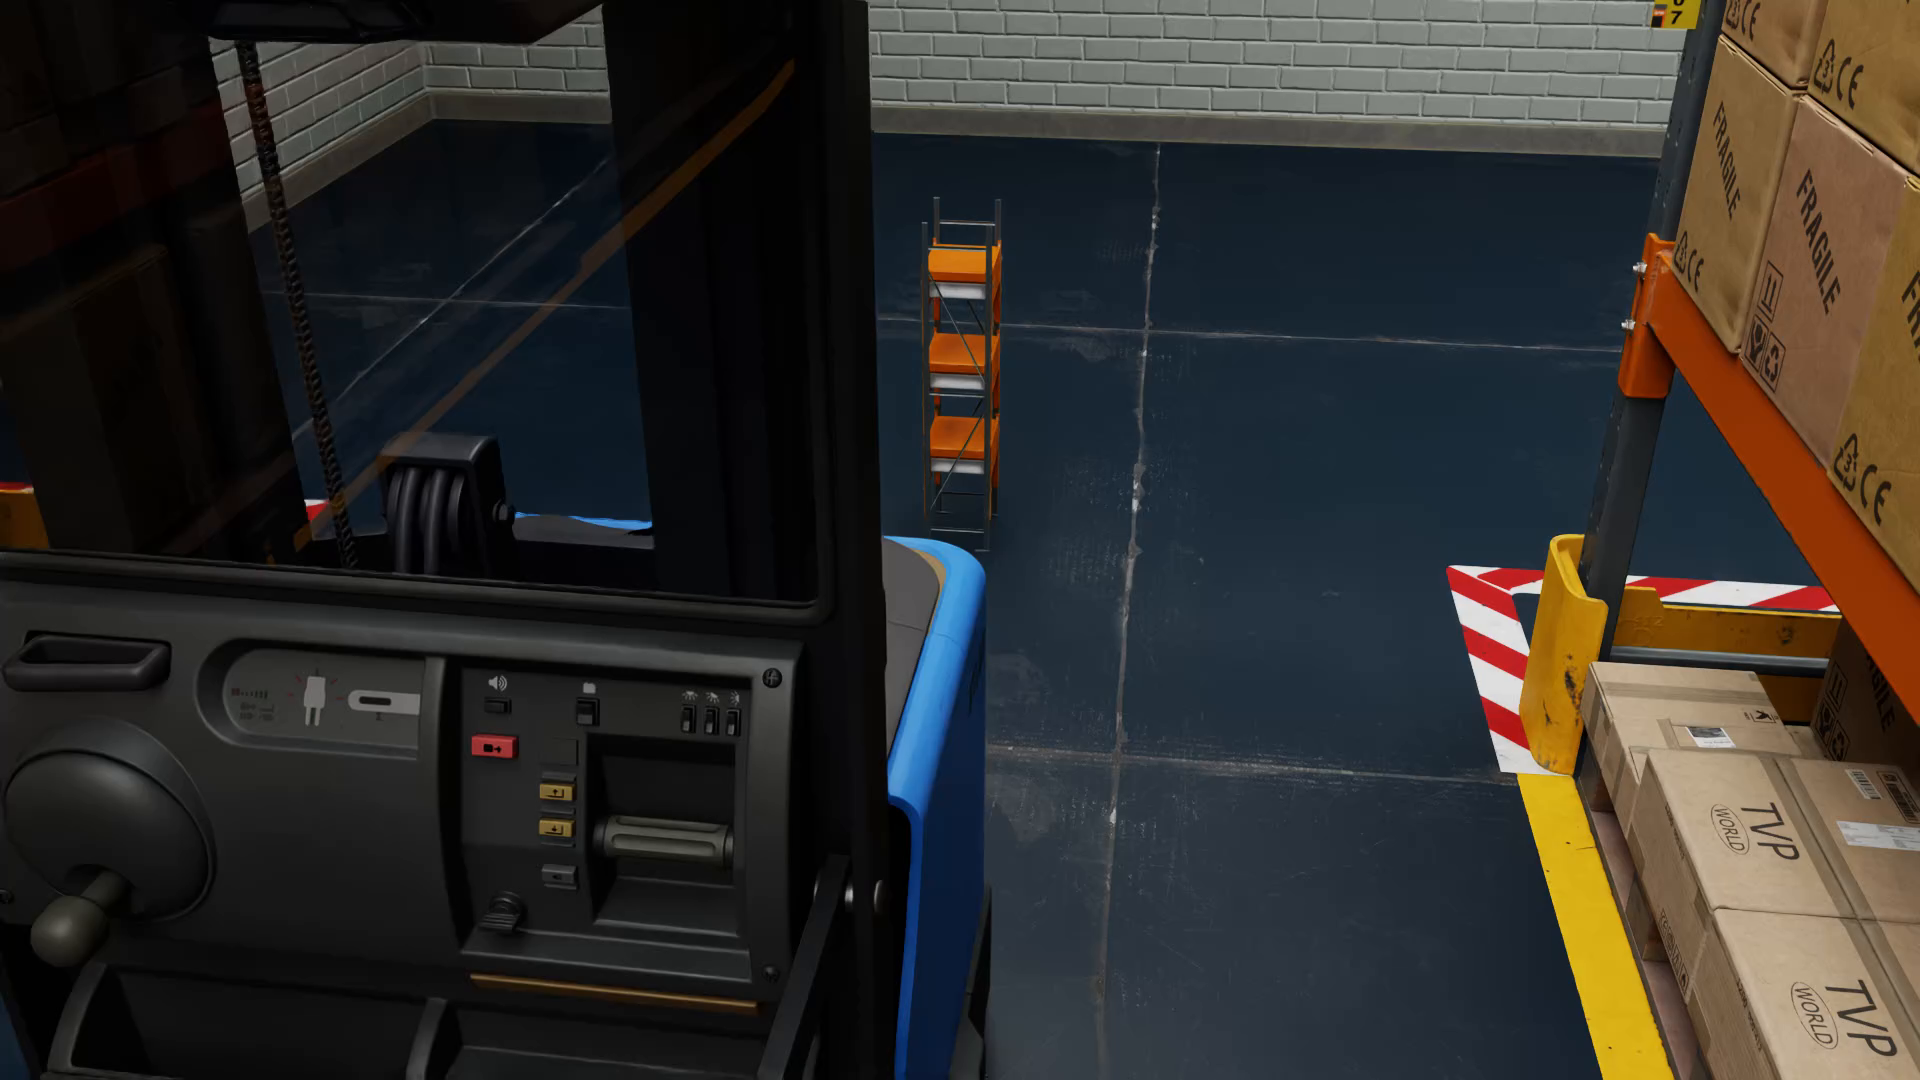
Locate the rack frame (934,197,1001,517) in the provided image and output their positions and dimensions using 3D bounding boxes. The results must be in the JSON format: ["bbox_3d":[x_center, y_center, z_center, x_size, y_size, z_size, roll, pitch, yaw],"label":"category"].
[{"bbox_3d":[0.022,-0.545,5.154,0.200,1.050,0.008,3,28,6],"label":"rack frame"}]

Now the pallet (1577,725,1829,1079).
[{"bbox_3d":[1.953,0.819,3.507,1.003,0.211,1.213,3,28,6],"label":"pallet"}]

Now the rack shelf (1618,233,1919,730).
[{"bbox_3d":[1.814,0.439,2.032,1.077,0.370,4.000,3,28,6],"label":"rack shelf"}]

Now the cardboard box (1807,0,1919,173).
[{"bbox_3d":[1.686,-0.864,2.531,0.500,0.500,0.500,4,29,7],"label":"cardboard box"}]

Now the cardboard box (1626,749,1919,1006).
[{"bbox_3d":[1.649,0.672,3.275,0.500,0.250,0.500,3,28,6],"label":"cardboard box"}]

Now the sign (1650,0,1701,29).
[{"bbox_3d":[1.520,-1.232,3.462,0.100,0.325,0.005,3,28,6],"label":"sign"}]

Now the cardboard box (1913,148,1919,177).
[{"bbox_3d":[1.620,-0.629,2.094,0.500,0.500,0.500,4,29,7],"label":"cardboard box"}]

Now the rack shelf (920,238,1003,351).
[{"bbox_3d":[0.007,-0.728,4.918,0.215,0.259,0.240,3,28,6],"label":"rack shelf"}]

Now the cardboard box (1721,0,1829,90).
[{"bbox_3d":[1.743,-1.110,2.989,0.500,0.500,0.500,4,29,8],"label":"cardboard box"}]

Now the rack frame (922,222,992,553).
[{"bbox_3d":[-0.008,-0.430,4.941,0.200,1.050,0.008,3,28,6],"label":"rack frame"}]

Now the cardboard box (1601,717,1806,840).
[{"bbox_3d":[1.636,0.529,3.629,0.380,0.166,0.250,3,28,6],"label":"cardboard box"}]

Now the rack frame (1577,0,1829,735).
[{"bbox_3d":[2.059,-0.820,3.609,1.000,3.000,0.127,3,28,6],"label":"rack frame"}]

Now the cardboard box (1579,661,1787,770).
[{"bbox_3d":[1.666,0.419,3.852,0.380,0.149,0.250,3,28,6],"label":"cardboard box"}]

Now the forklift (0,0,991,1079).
[{"bbox_3d":[-0.657,0.314,1.576,1.130,2.935,3.031,4,29,7],"label":"forklift"}]

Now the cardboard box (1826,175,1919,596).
[{"bbox_3d":[1.620,-0.191,2.336,0.500,0.500,0.500,3,28,6],"label":"cardboard box"}]

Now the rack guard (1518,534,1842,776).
[{"bbox_3d":[2.049,0.317,4.135,1.175,0.500,0.348,3,28,6],"label":"rack guard"}]

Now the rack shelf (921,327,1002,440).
[{"bbox_3d":[0.007,-0.478,5.053,0.215,0.259,0.240,3,28,6],"label":"rack shelf"}]

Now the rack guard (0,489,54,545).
[{"bbox_3d":[-2.855,-0.017,4.754,1.175,0.500,0.348,3,28,6],"label":"rack guard"}]

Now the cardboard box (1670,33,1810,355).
[{"bbox_3d":[1.743,-0.670,3.226,0.500,0.500,0.500,4,29,7],"label":"cardboard box"}]

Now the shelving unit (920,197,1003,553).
[{"bbox_3d":[0.007,-0.487,5.048,0.215,1.050,0.252,3,28,6],"label":"shelving unit"}]

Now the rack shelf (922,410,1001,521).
[{"bbox_3d":[0.007,-0.233,5.185,0.215,0.259,0.240,3,28,6],"label":"rack shelf"}]

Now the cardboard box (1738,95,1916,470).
[{"bbox_3d":[1.685,-0.427,2.774,0.500,0.500,0.500,3,28,6],"label":"cardboard box"}]

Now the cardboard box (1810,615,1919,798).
[{"bbox_3d":[2.237,0.357,3.596,0.500,0.500,0.500,3,28,6],"label":"cardboard box"}]

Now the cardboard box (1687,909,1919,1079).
[{"bbox_3d":[1.588,0.907,2.838,0.500,0.250,0.500,3,28,6],"label":"cardboard box"}]
